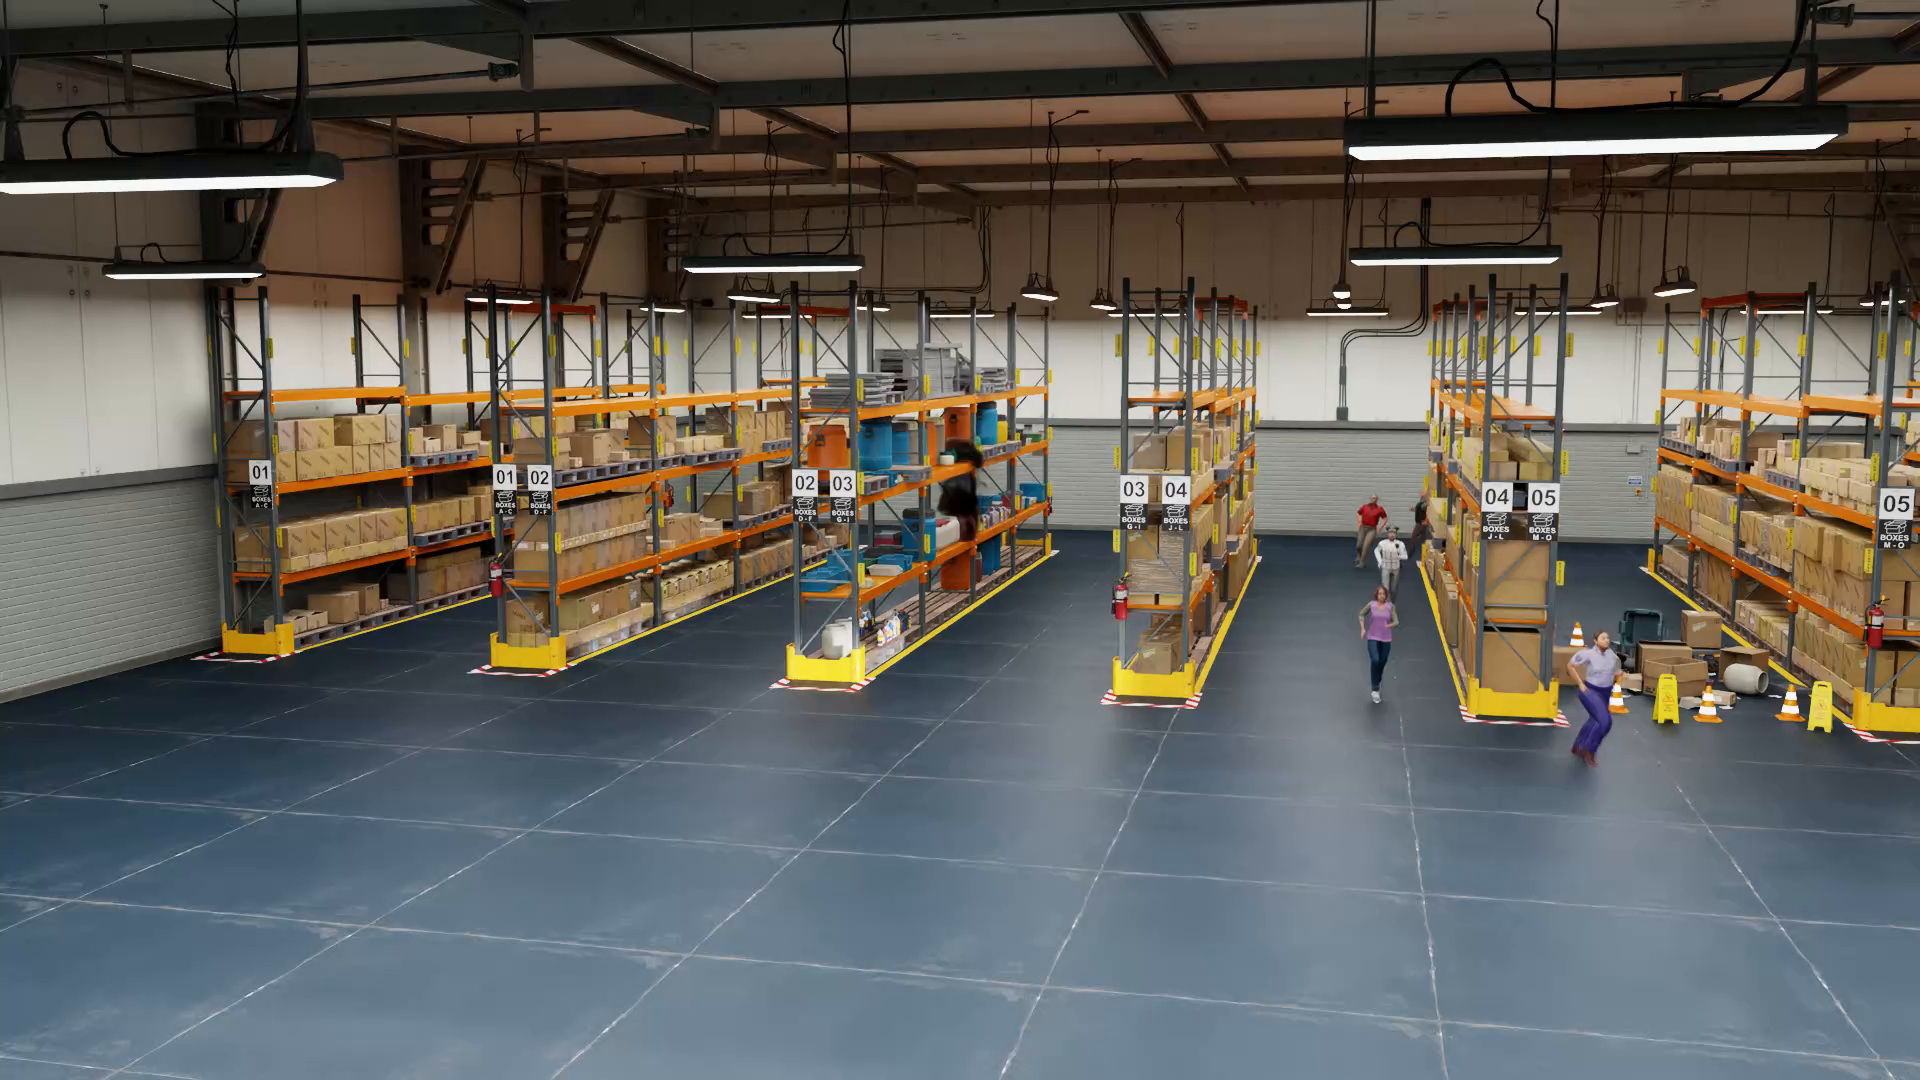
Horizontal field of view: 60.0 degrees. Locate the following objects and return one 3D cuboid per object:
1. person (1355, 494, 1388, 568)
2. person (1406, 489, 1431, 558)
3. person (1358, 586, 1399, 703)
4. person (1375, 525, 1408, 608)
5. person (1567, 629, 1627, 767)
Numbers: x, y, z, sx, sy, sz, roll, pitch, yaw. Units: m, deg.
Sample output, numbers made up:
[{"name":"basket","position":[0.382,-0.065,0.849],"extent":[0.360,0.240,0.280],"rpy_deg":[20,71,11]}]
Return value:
[{"name":"person","position":[9.453,-0.214,38.284],"extent":[0.747,1.685,0.696],"rpy_deg":[3,7,24]},{"name":"person","position":[10.955,-0.390,39.591],"extent":[0.907,1.706,0.684],"rpy_deg":[2,7,16]},{"name":"person","position":[6.009,1.460,23.877],"extent":[0.521,1.632,0.752],"rpy_deg":[0,7,2]},{"name":"person","position":[8.058,0.579,31.092],"extent":[0.601,1.730,0.752],"rpy_deg":[1,7,12]},{"name":"person","position":[7.714,1.909,20.092],"extent":[0.574,1.685,0.697],"rpy_deg":[-4,8,-30]}]
